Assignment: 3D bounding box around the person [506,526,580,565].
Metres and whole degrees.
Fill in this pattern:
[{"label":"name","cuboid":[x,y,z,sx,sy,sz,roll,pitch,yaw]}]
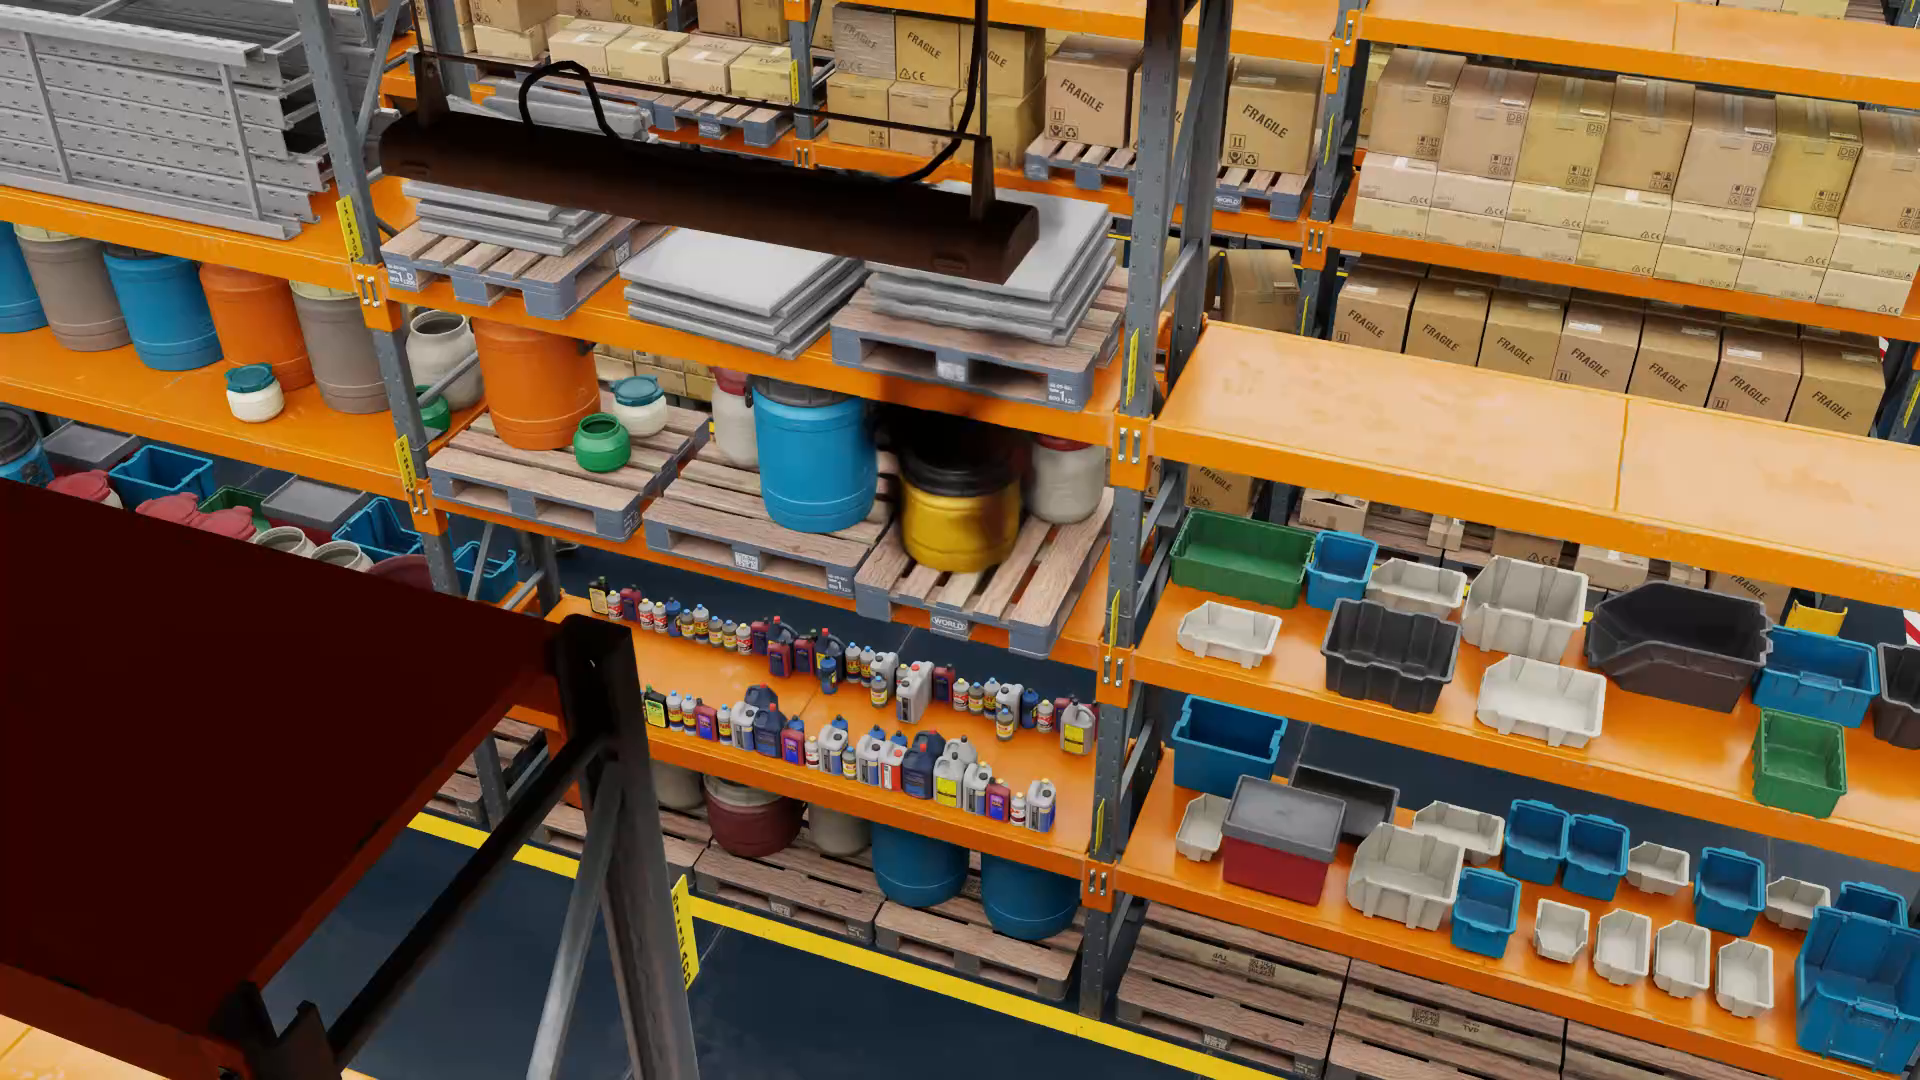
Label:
[{"label":"person","cuboid":[-3.356,-0.546,12.758,0.660,1.695,0.586,7,37,9]}]
